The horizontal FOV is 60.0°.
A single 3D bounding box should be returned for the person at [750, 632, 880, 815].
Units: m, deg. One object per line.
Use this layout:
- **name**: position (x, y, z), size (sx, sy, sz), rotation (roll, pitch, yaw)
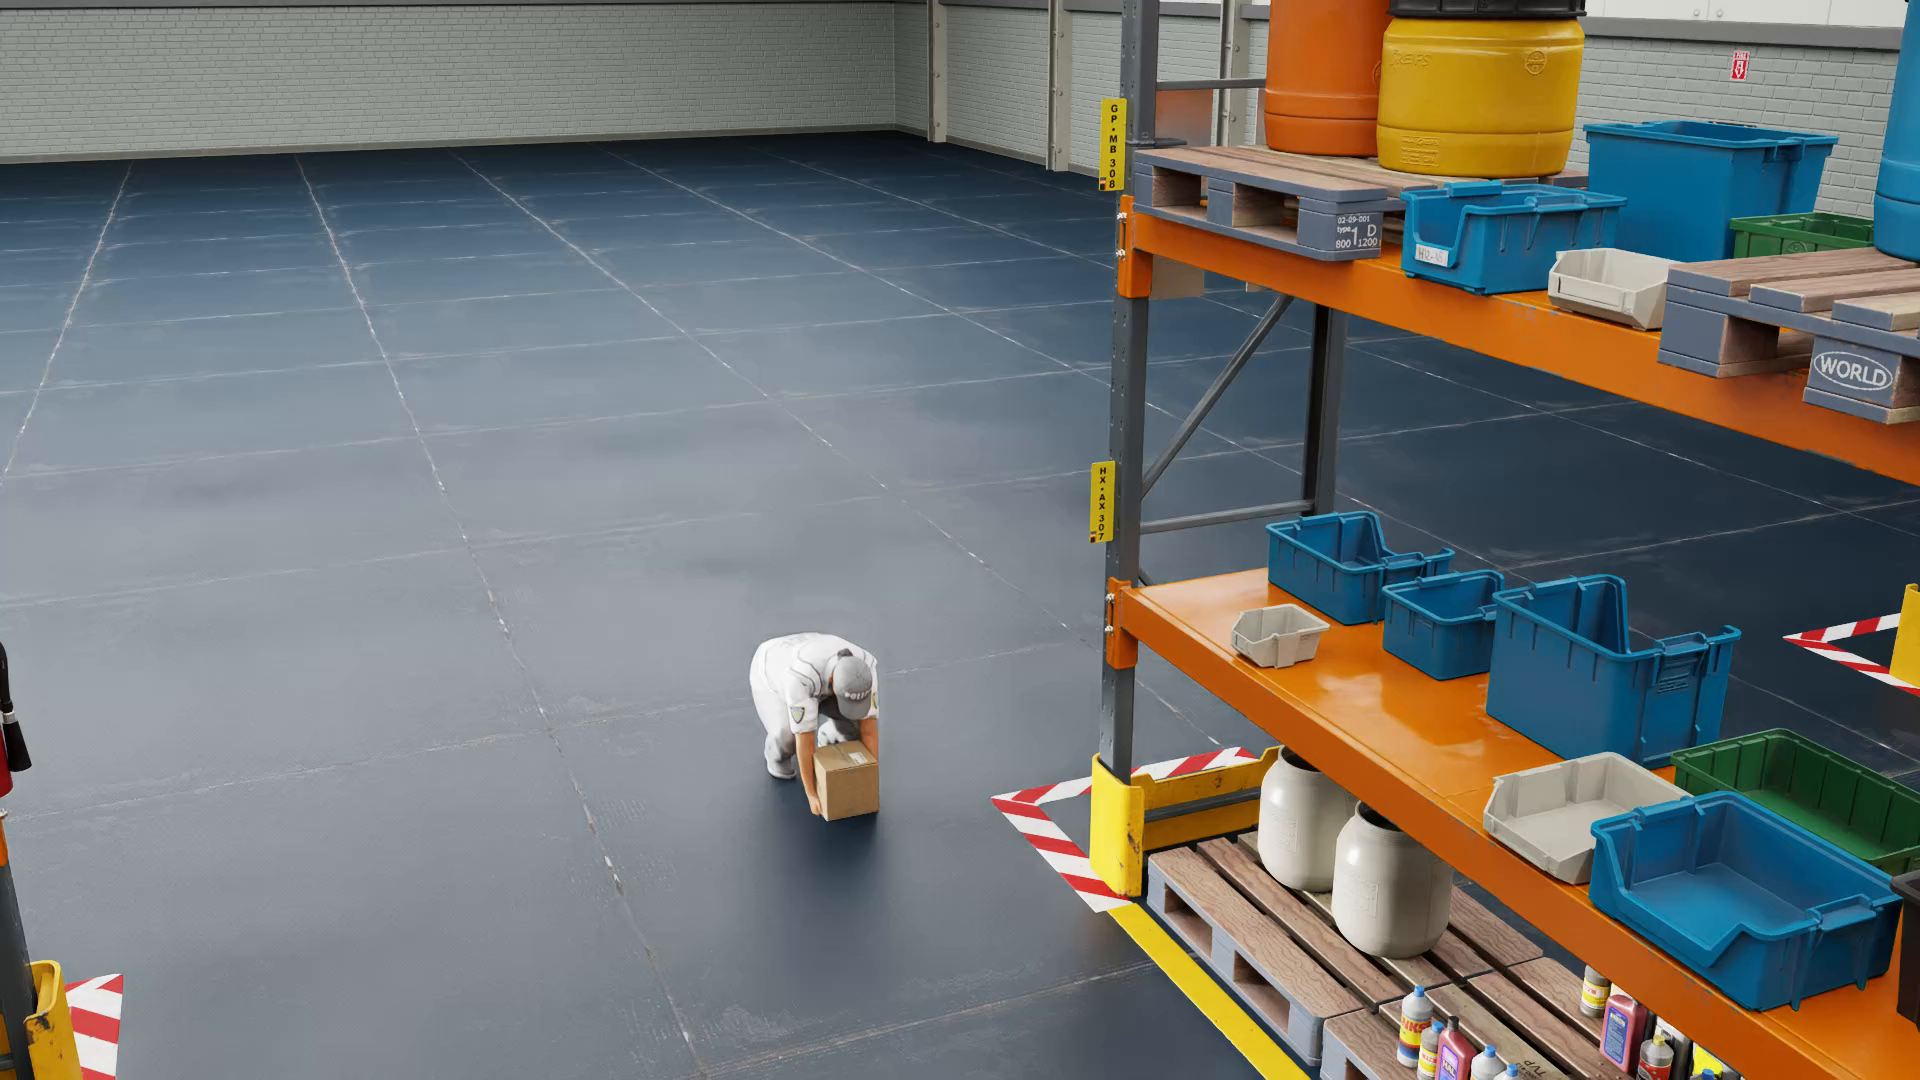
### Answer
- **person**: position (-0.660, 0.797, 7.771), size (0.522, 0.804, 0.907), rotation (-8, 21, -23)
